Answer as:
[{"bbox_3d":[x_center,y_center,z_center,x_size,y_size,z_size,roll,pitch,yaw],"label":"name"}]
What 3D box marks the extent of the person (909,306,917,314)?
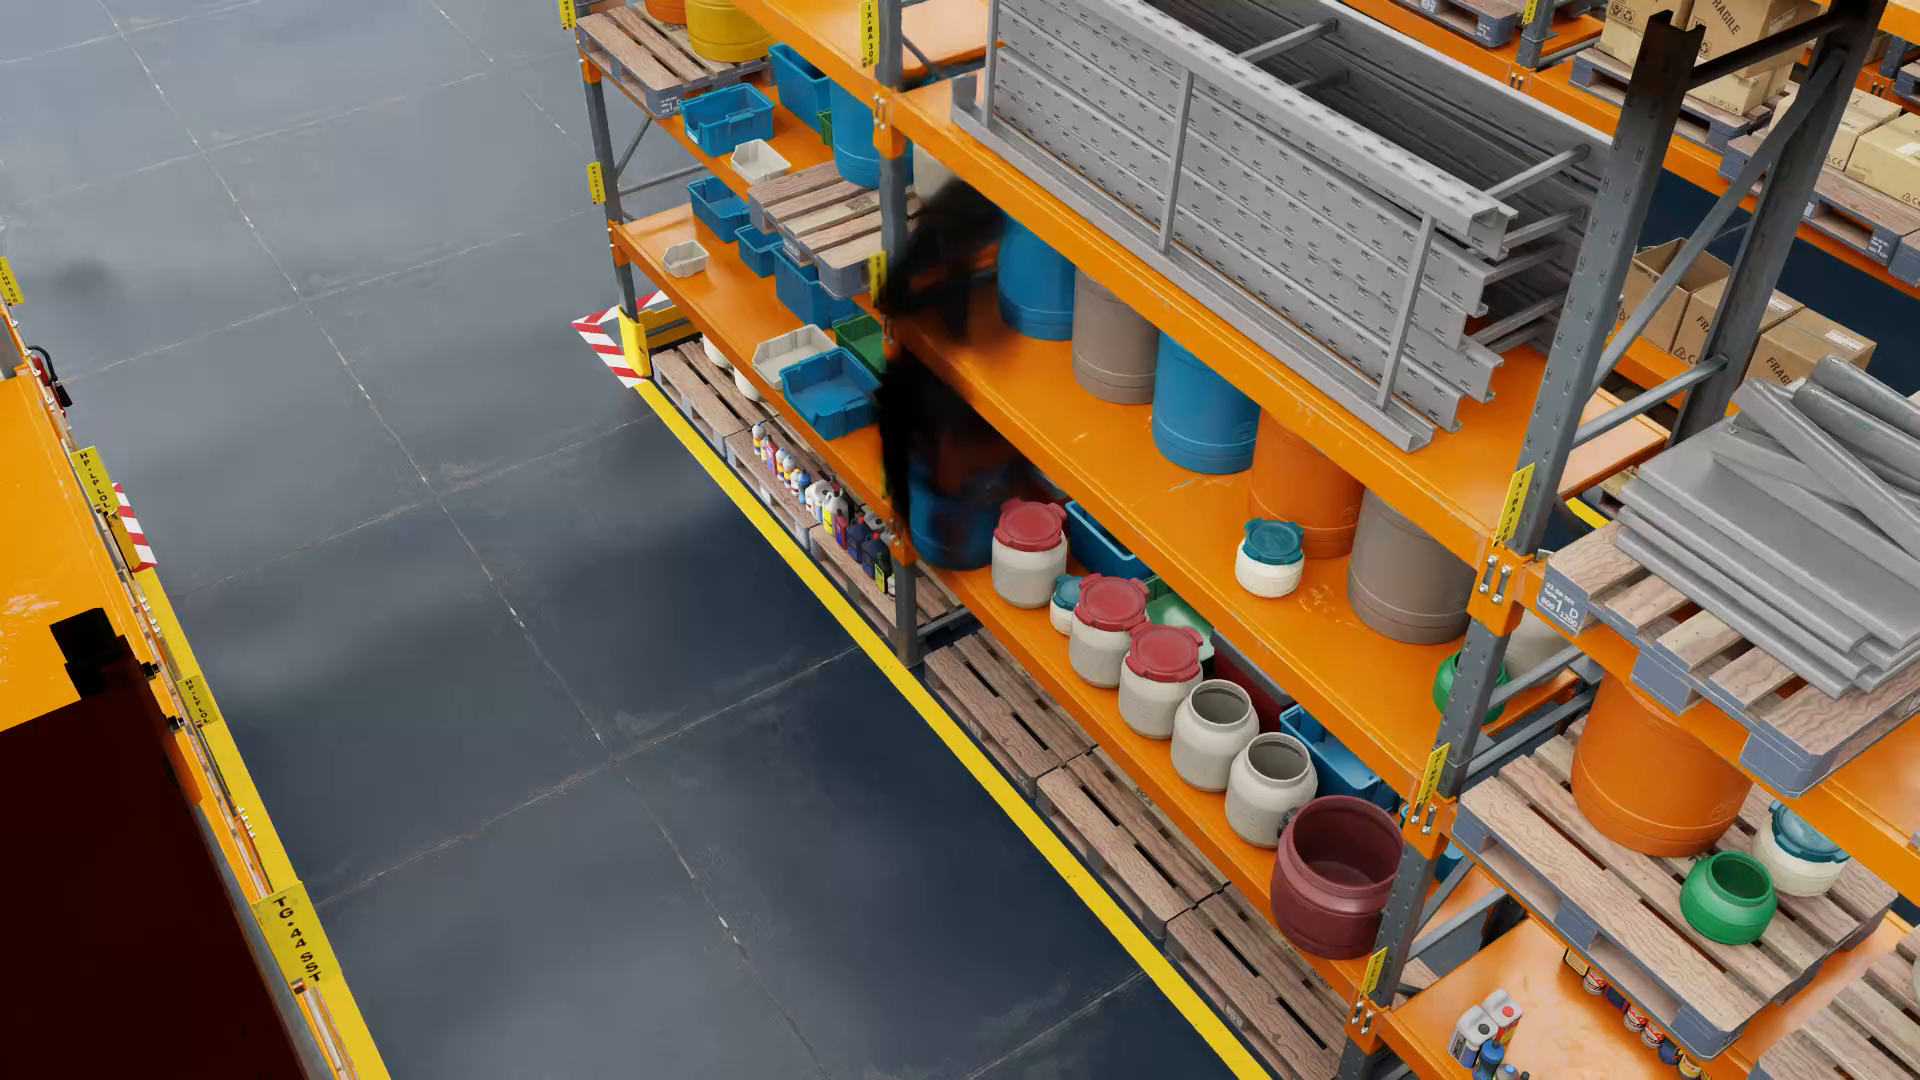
[{"bbox_3d":[-0.499,-2.456,13.088,0.695,1.719,0.687,-27,49,-26],"label":"person"}]
